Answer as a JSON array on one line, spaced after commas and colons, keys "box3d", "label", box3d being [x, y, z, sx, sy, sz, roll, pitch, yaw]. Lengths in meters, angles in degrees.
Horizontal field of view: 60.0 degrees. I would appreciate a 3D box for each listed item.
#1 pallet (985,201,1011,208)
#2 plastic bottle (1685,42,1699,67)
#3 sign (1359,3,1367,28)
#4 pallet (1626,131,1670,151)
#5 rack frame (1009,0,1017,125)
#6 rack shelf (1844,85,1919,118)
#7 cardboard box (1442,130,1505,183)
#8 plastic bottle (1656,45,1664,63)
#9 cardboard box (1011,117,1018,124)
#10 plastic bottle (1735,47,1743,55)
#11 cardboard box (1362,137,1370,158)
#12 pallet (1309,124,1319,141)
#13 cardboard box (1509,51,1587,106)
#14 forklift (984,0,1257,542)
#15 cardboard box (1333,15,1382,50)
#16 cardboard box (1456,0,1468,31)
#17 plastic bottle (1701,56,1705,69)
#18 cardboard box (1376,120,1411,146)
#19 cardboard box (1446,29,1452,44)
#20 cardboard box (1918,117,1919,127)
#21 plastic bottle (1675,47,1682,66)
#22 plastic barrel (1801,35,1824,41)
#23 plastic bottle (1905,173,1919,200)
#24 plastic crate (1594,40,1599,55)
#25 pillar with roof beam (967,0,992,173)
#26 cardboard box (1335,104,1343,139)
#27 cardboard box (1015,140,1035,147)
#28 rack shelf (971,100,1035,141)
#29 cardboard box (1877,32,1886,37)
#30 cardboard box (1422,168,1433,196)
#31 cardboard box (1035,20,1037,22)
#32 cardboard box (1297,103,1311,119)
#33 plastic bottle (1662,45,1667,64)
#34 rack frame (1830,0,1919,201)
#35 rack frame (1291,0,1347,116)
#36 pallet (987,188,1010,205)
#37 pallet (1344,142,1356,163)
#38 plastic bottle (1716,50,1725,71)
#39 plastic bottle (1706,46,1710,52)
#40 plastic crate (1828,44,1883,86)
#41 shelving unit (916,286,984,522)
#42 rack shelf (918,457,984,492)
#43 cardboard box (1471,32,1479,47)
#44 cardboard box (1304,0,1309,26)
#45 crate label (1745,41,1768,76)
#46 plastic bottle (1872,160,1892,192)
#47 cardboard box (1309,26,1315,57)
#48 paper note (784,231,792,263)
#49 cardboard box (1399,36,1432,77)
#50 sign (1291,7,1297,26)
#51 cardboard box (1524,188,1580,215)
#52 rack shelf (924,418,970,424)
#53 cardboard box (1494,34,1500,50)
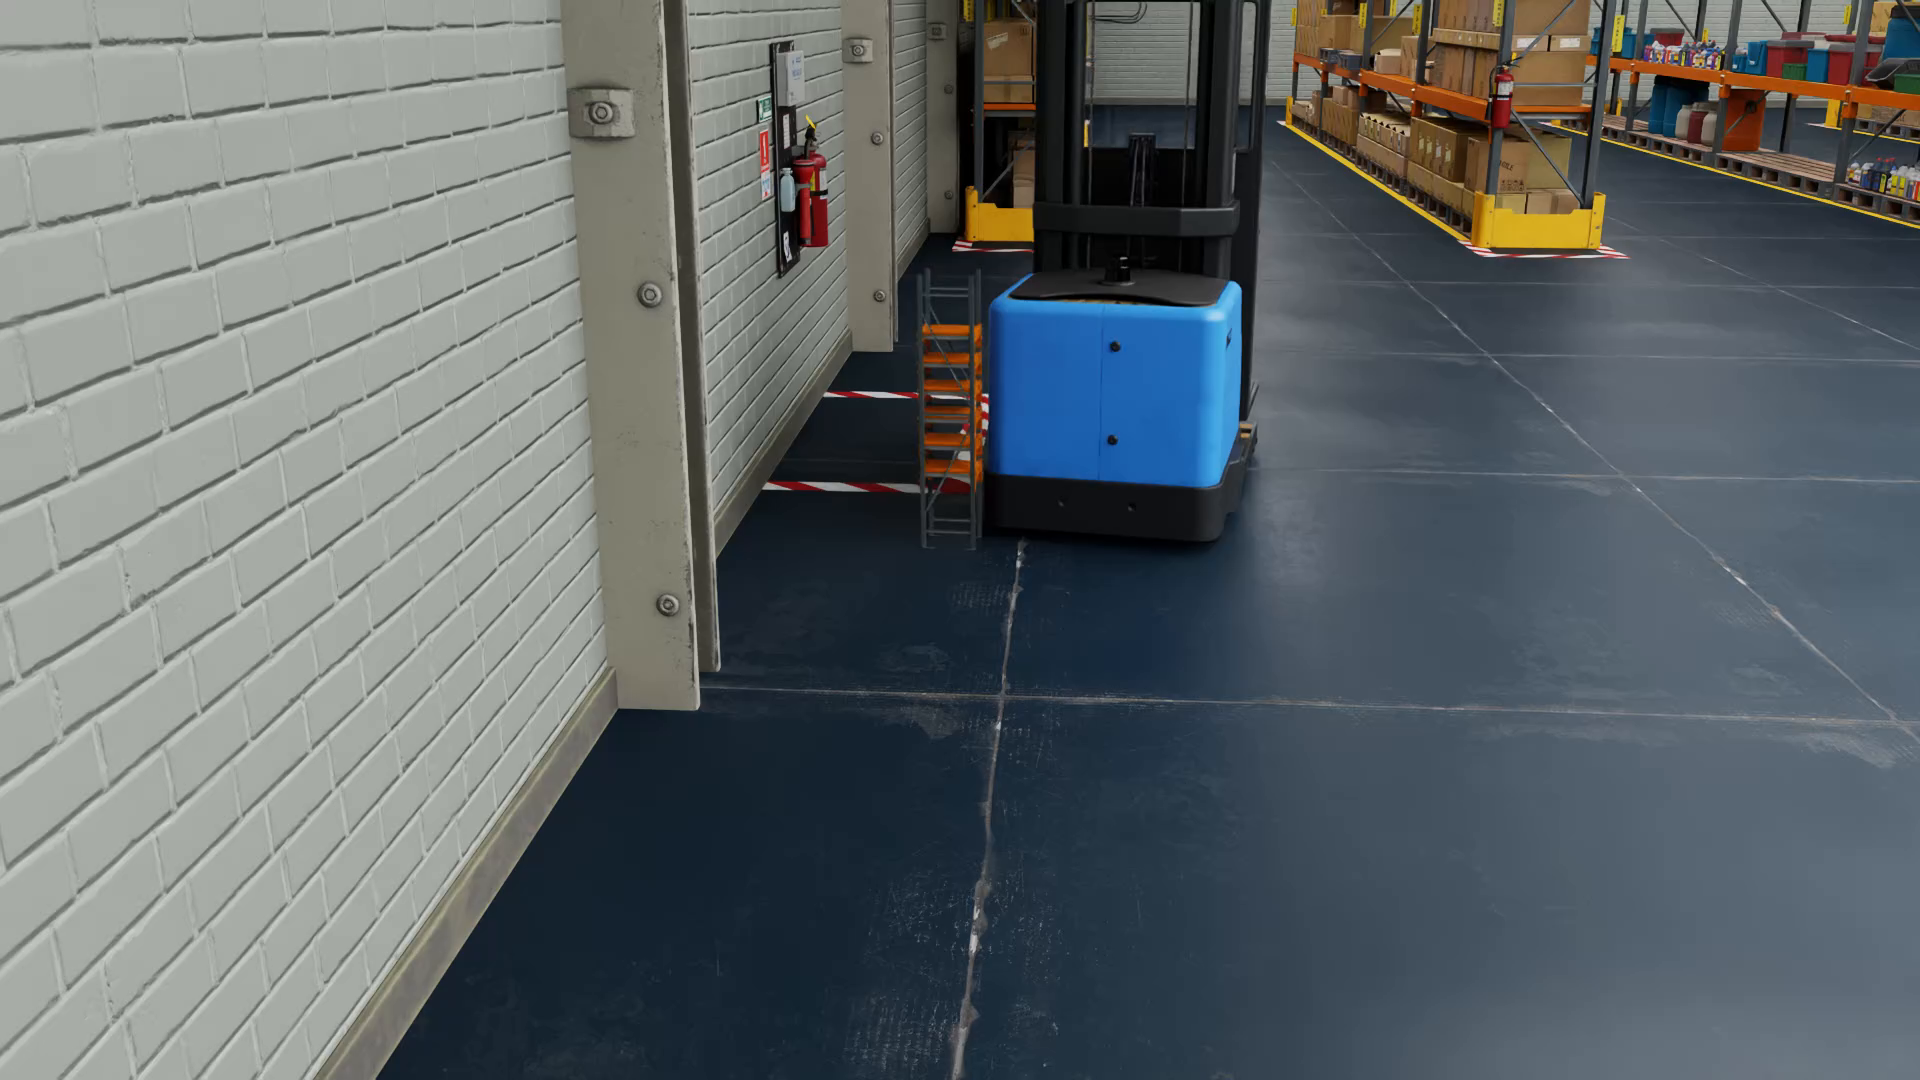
[{"box3d": [0.737, -3.351, 17.311, 1.003, 0.211, 1.213, 1, 18, 4], "label": "pallet"}, {"box3d": [10.832, -7.180, 24.596, 0.144, 0.351, 0.185, 1, 18, 4], "label": "plastic bottle"}, {"box3d": [5.611, -7.298, 23.146, 0.100, 0.325, 0.005, 1, 18, 4], "label": "sign"}, {"box3d": [11.283, -6.343, 26.442, 1.003, 0.211, 1.213, 1, 18, 4], "label": "pallet"}, {"box3d": [1.212, -6.886, 23.620, 1.000, 3.000, 0.127, 1, 18, 4], "label": "rack frame"}, {"box3d": [10.663, -4.459, 17.370, 1.077, 0.370, 4.000, 1, 18, 4], "label": "rack shelf"}, {"box3d": [5.378, -4.025, 17.427, 0.500, 0.500, 0.500, 1, 18, 4], "label": "cardboard box"}, {"box3d": [10.905, -7.561, 25.889, 0.097, 0.271, 0.097, 0, 18, 0], "label": "plastic bottle"}, {"box3d": [1.060, -5.525, 22.774, 0.700, 0.500, 0.500, 1, 18, 4], "label": "cardboard box"}, {"box3d": [11.546, -7.163, 24.667, 0.152, 0.276, 0.135, 1, 18, 4], "label": "plastic bottle"}, {"box3d": [5.788, -5.357, 22.696, 0.500, 0.250, 0.500, 1, 18, 2], "label": "cardboard box"}, {"box3d": [6.490, -6.907, 28.162, 1.003, 0.211, 1.213, 1, 18, 4], "label": "pallet"}, {"box3d": [5.626, -4.484, 16.129, 0.700, 0.500, 0.500, 1, 18, 4], "label": "cardboard box"}, {"box3d": [0.959, -1.806, 8.228, 1.130, 2.935, 3.031, 4, 19, 13], "label": "forklift"}, {"box3d": [6.197, -7.909, 25.906, 0.700, 0.500, 0.500, 4, 19, 13], "label": "cardboard box"}, {"box3d": [5.769, -5.748, 17.902, 0.700, 0.500, 0.500, 1, 18, 4], "label": "cardboard box"}, {"box3d": [10.761, -6.903, 23.992, 0.097, 0.201, 0.097, 0, 18, 0], "label": "plastic bottle"}, {"box3d": [5.718, -5.298, 21.616, 0.500, 0.311, 0.500, 1, 18, 3], "label": "cardboard box"}, {"box3d": [5.602, -5.571, 18.405, 0.380, 0.149, 0.250, 1, 18, 3], "label": "cardboard box"}, {"box3d": [16.448, -7.189, 27.284, 0.875, 0.875, 0.875, 1, 18, 4], "label": "cardboard box"}, {"box3d": [10.842, -7.285, 25.046, 0.097, 0.271, 0.097, 0, 18, 0], "label": "plastic bottle"}, {"box3d": [11.233, -6.393, 21.938, 0.421, 0.512, 0.421, 0, 18, 0], "label": "plastic barrel"}, {"box3d": [10.270, -3.796, 17.857, 0.152, 0.276, 0.135, 1, 18, 2], "label": "plastic bottle"}, {"box3d": [11.205, -8.527, 28.800, 0.416, 0.233, 0.300, 1, 18, 4], "label": "plastic crate"}, {"box3d": [4.550, -9.256, 21.219, 9.100, 9.000, 0.400, 1, 18, 4], "label": "pillar with roof beam"}, {"box3d": [6.055, -6.417, 25.497, 0.500, 0.500, 0.500, 1, 18, 2], "label": "cardboard box"}, {"box3d": [0.891, -4.341, 19.163, 0.500, 0.500, 0.500, 0, 18, 0], "label": "cardboard box"}, {"box3d": [5.723, -5.900, 17.271, 10.984, 3.170, 4.000, 1, 18, 4], "label": "rack shelf"}, {"box3d": [16.233, -8.648, 28.762, 0.500, 0.250, 0.500, 1, 18, 2], "label": "cardboard box"}, {"box3d": [5.449, -3.979, 18.491, 0.500, 0.250, 0.500, 1, 18, 4], "label": "cardboard box"}, {"box3d": [0.575, -5.320, 17.846, 0.500, 0.500, 0.500, 2, 18, 5], "label": "cardboard box"}, {"box3d": [6.333, -7.690, 29.784, 0.500, 0.250, 0.500, 1, 18, 4], "label": "cardboard box"}, {"box3d": [10.865, -7.471, 25.594, 0.061, 0.283, 0.133, 1, 18, 4], "label": "plastic bottle"}, {"box3d": [10.807, -5.422, 19.154, 1.000, 3.000, 0.127, 1, 18, 4], "label": "rack frame"}, {"box3d": [6.727, -9.261, 30.869, 1.000, 3.000, 0.127, 1, 18, 4], "label": "rack frame"}, {"box3d": [0.828, -3.729, 18.464, 1.003, 0.211, 1.213, 1, 18, 4], "label": "pallet"}, {"box3d": [6.245, -5.682, 24.425, 1.003, 0.211, 1.213, 1, 18, 4], "label": "pallet"}, {"box3d": [10.697, -6.744, 23.376, 0.061, 0.283, 0.133, 1, 18, 4], "label": "plastic bottle"}, {"box3d": [11.486, -7.443, 25.527, 0.097, 0.271, 0.097, 0, 18, 0], "label": "plastic bottle"}, {"box3d": [10.536, -5.610, 19.623, 0.402, 0.464, 0.583, 1, 18, 4], "label": "plastic crate"}, {"box3d": [-0.041, -0.558, 7.188, 0.258, 1.046, 0.183, 2, 17, 9], "label": "shelving unit"}, {"box3d": [-0.038, -0.285, 7.270, 0.258, 0.103, 0.180, 2, 17, 9], "label": "rack shelf"}, {"box3d": [5.508, -5.173, 17.189, 0.380, 0.149, 0.250, 2, 18, 5], "label": "cardboard box"}, {"box3d": [6.361, -9.334, 29.325, 0.500, 0.500, 0.500, 2, 18, 5], "label": "cardboard box"}, {"box3d": [10.605, -4.889, 19.218, 0.656, 1.525, 6.867, 1, 18, 4], "label": "crate label"}, {"box3d": [10.322, -4.072, 18.582, 0.144, 0.351, 0.185, 1, 18, 2], "label": "plastic bottle"}, {"box3d": [6.290, -8.547, 28.529, 0.500, 0.500, 0.500, 2, 18, 5], "label": "cardboard box"}, {"box3d": [-0.901, -1.536, 8.707, 0.016, 0.148, 0.142, 1, 18, 4], "label": "paper note"}, {"box3d": [6.049, -6.302, 21.679, 0.500, 0.500, 0.500, 0, 18, 1], "label": "cardboard box"}, {"box3d": [6.186, -9.684, 30.771, 0.100, 0.325, 0.005, 1, 18, 4], "label": "sign"}, {"box3d": [5.840, -3.346, 16.559, 0.500, 0.250, 0.500, 1, 18, 4], "label": "cardboard box"}, {"box3d": [-0.041, -0.534, 7.194, 0.199, 0.020, 0.166, 2, 17, 9], "label": "rack shelf"}, {"box3d": [5.435, -4.852, 16.210, 0.380, 0.149, 0.250, 2, 18, 5], "label": "cardboard box"}]
